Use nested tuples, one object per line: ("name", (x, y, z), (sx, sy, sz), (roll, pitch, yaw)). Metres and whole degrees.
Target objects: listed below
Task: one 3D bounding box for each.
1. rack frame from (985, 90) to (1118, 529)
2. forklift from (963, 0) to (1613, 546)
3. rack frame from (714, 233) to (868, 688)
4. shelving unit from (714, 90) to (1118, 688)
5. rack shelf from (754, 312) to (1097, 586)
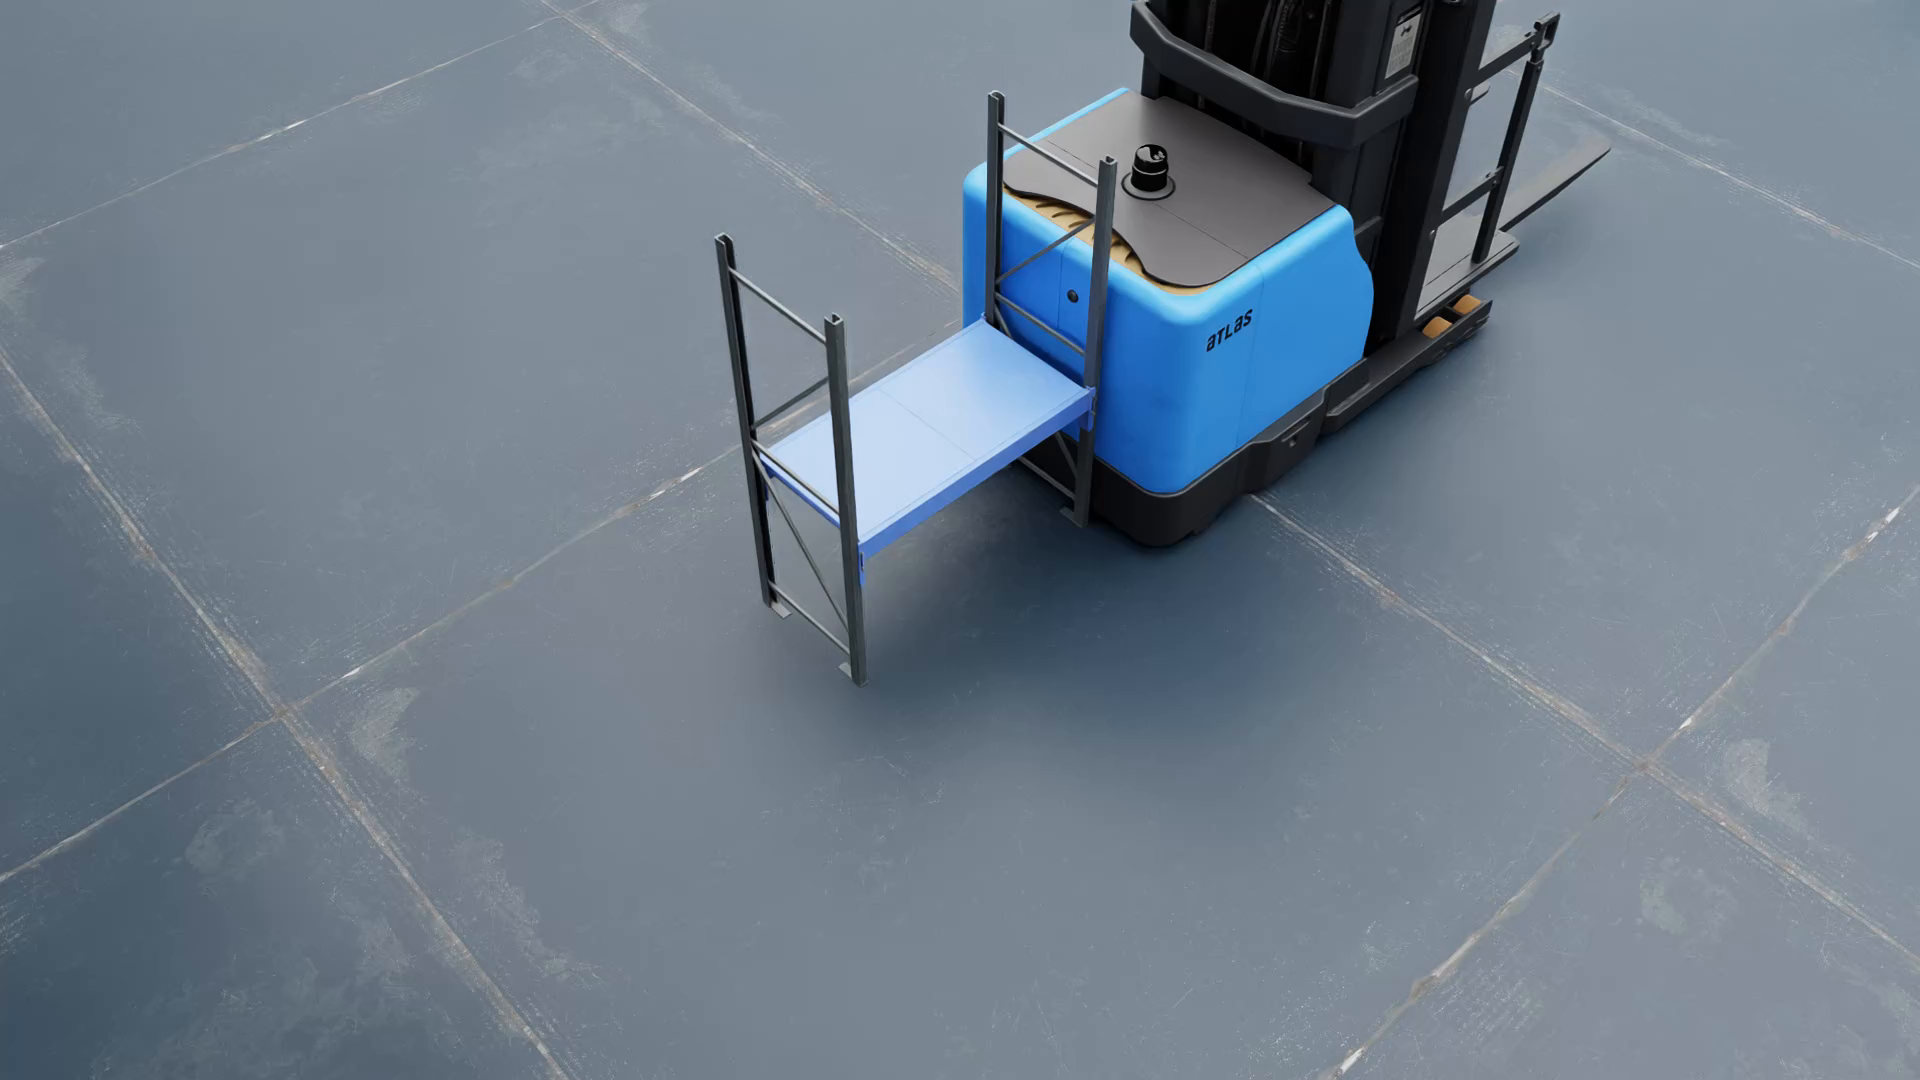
("rack frame", (0.264, -0.688, 5.365), (0.032, 1.500, 0.500), (-35, 56, -28))
("forklift", (1.414, -1.933, 5.539), (3.031, 2.935, 1.130), (-35, 56, -28))
("rack frame", (-0.477, -0.177, 4.893), (0.032, 1.500, 0.500), (-35, 56, -28))
("shelving unit", (-0.107, -0.433, 5.129), (1.048, 1.500, 0.538), (-35, 56, -28))
("rack shelf", (-0.107, -0.311, 5.261), (1.000, 0.185, 0.538), (-35, 56, -28))
